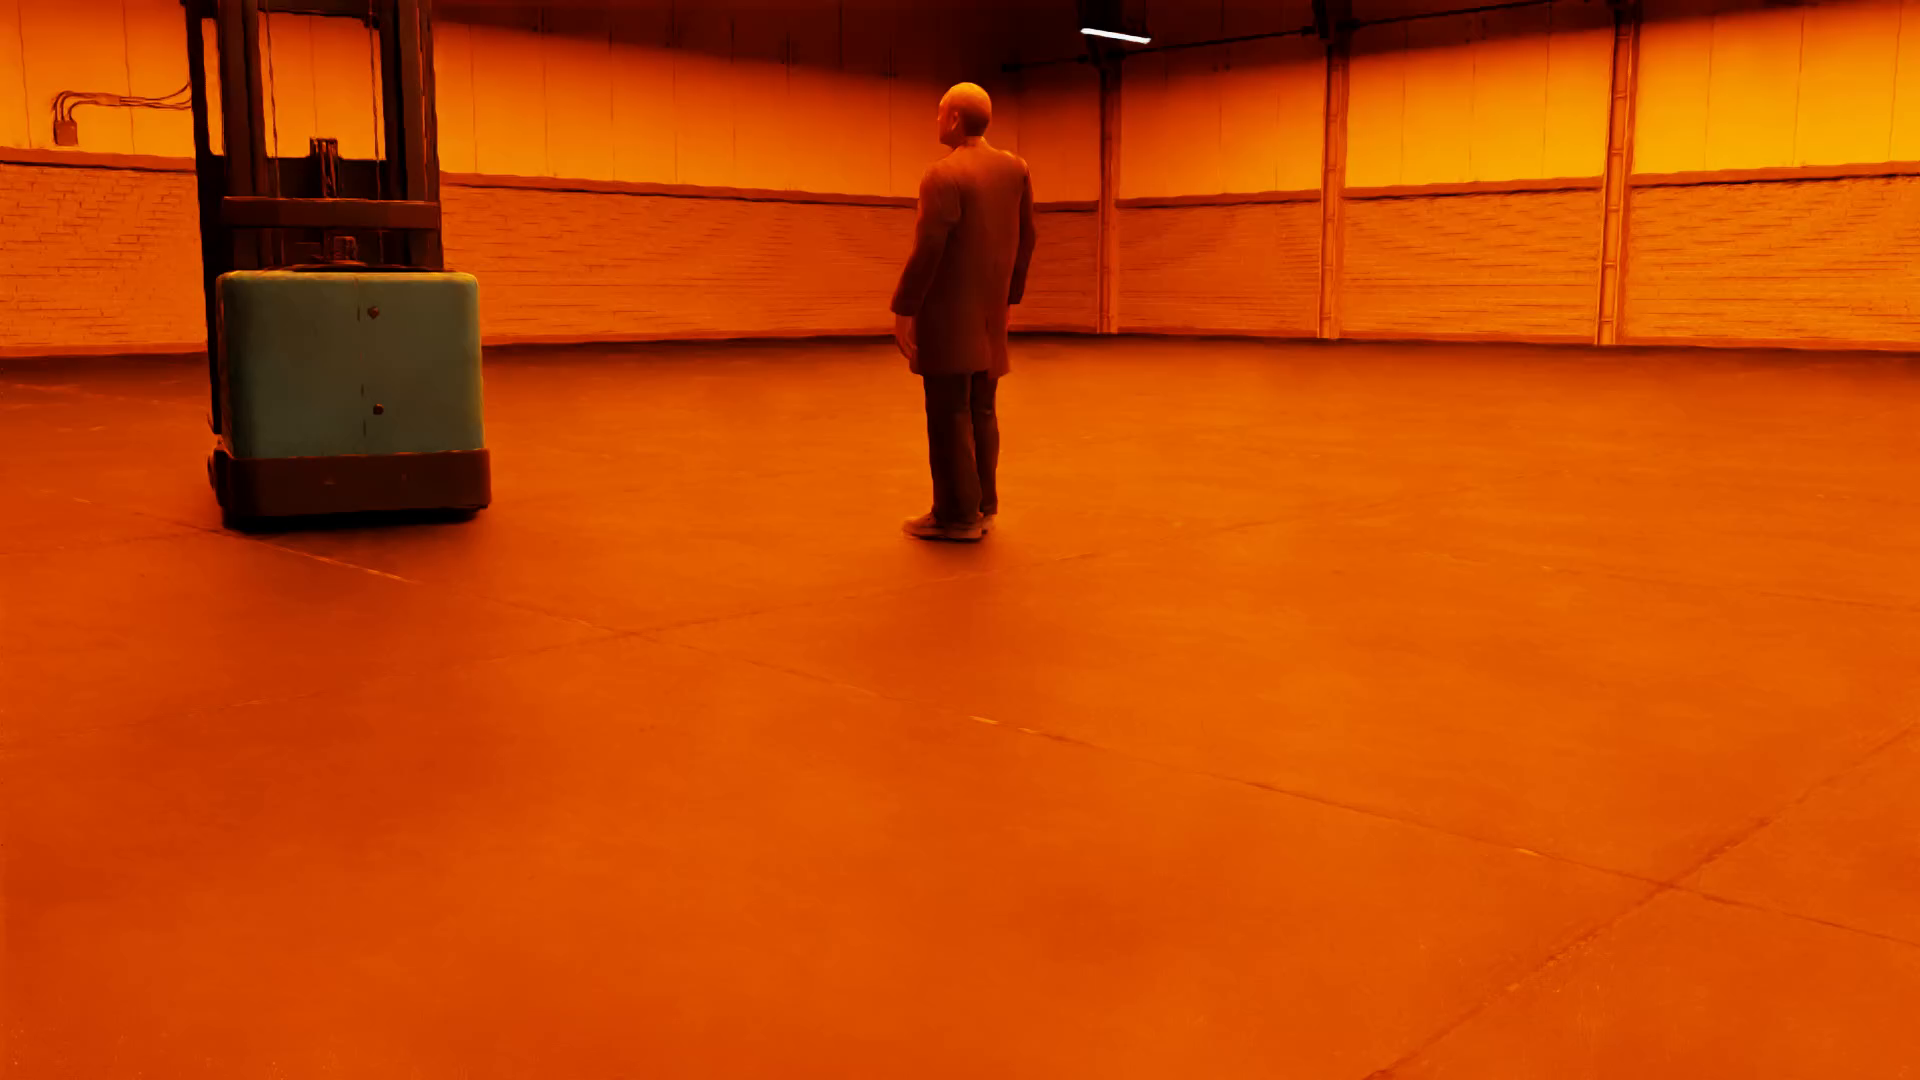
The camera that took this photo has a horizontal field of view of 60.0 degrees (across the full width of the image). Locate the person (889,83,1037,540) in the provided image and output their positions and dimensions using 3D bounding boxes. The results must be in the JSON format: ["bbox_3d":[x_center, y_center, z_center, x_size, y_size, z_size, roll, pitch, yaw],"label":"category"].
[{"bbox_3d":[-0.062,-0.896,6.650,0.580,1.776,0.694,8,12,43],"label":"person"}]

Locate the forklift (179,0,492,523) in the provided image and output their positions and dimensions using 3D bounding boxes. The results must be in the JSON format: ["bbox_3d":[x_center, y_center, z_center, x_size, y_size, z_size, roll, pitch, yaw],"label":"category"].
[{"bbox_3d":[-3.166,-1.702,8.180,1.130,2.935,3.031,-4,10,-26],"label":"forklift"}]
